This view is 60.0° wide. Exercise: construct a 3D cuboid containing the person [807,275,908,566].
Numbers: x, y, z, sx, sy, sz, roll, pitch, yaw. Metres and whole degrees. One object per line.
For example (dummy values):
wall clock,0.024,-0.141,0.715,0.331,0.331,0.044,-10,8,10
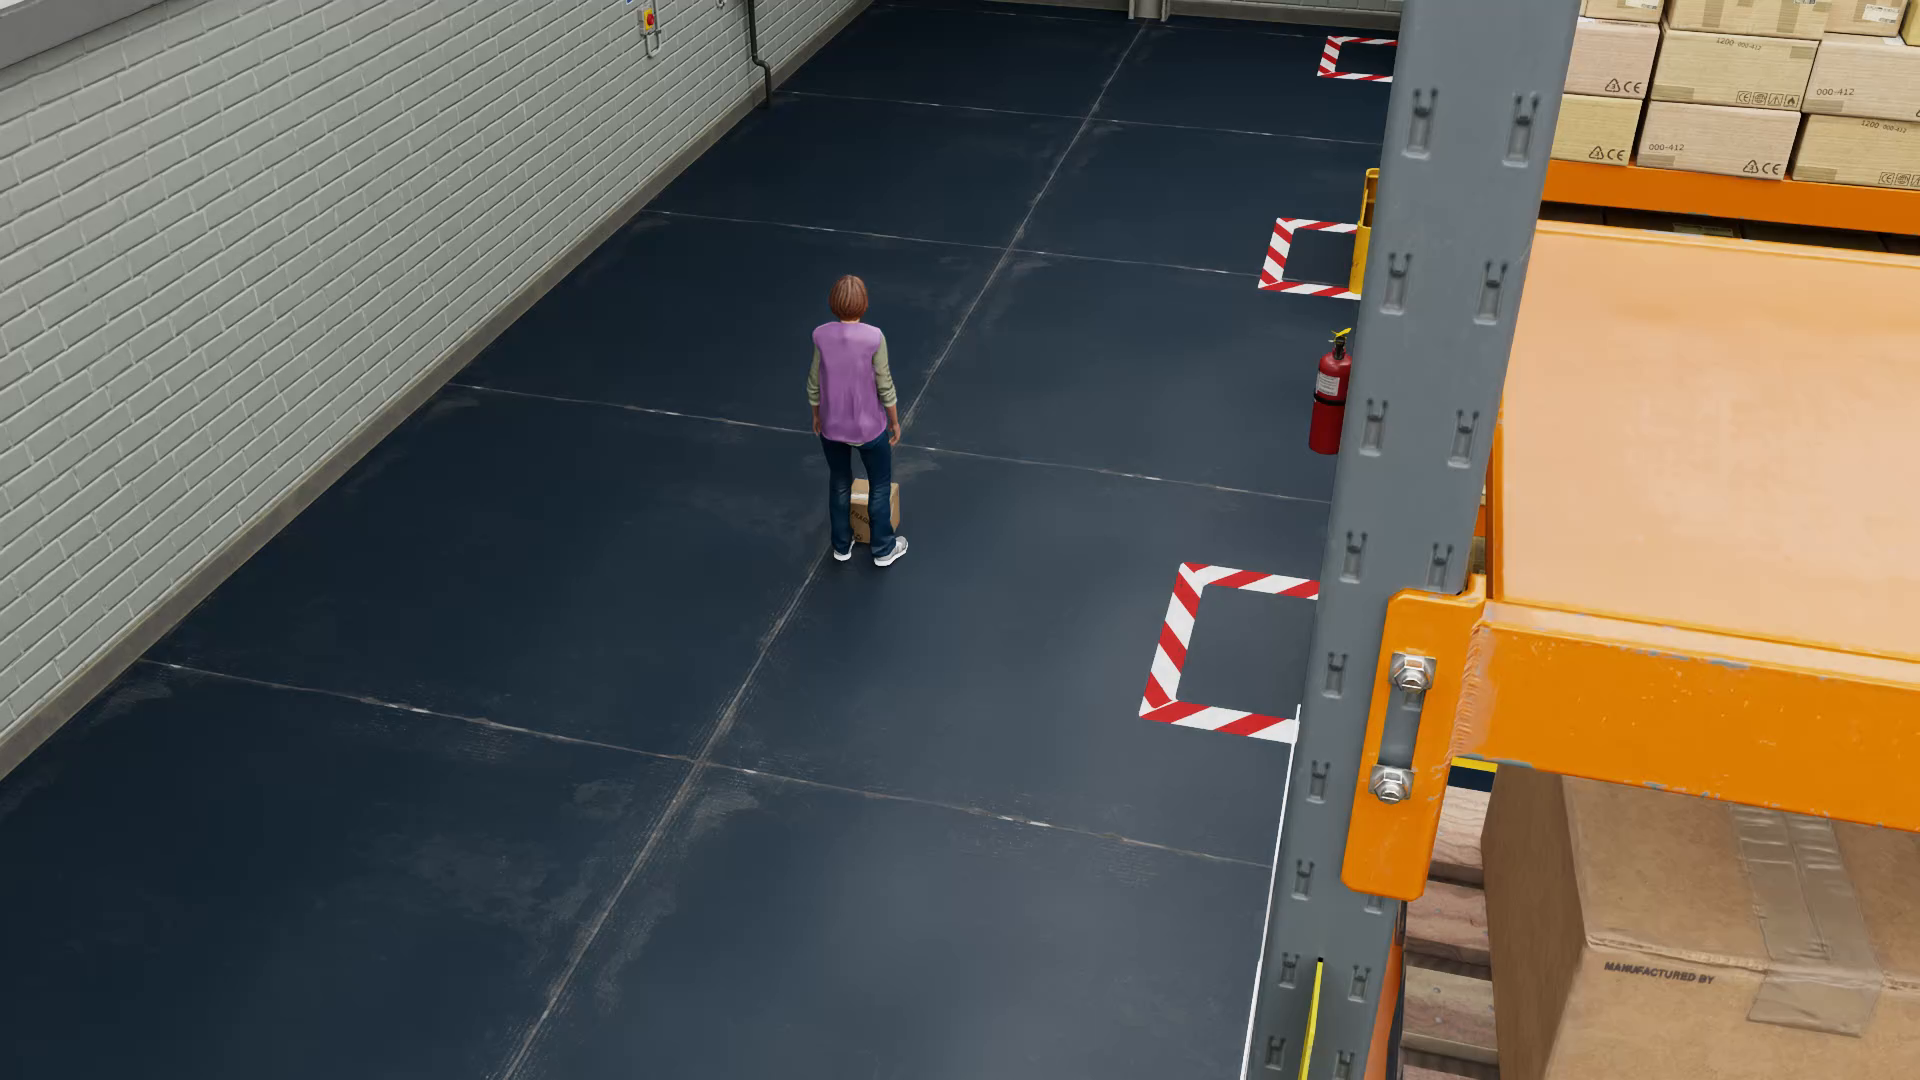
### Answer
person,-0.539,-0.587,8.544,0.476,1.593,0.348,7,34,11
